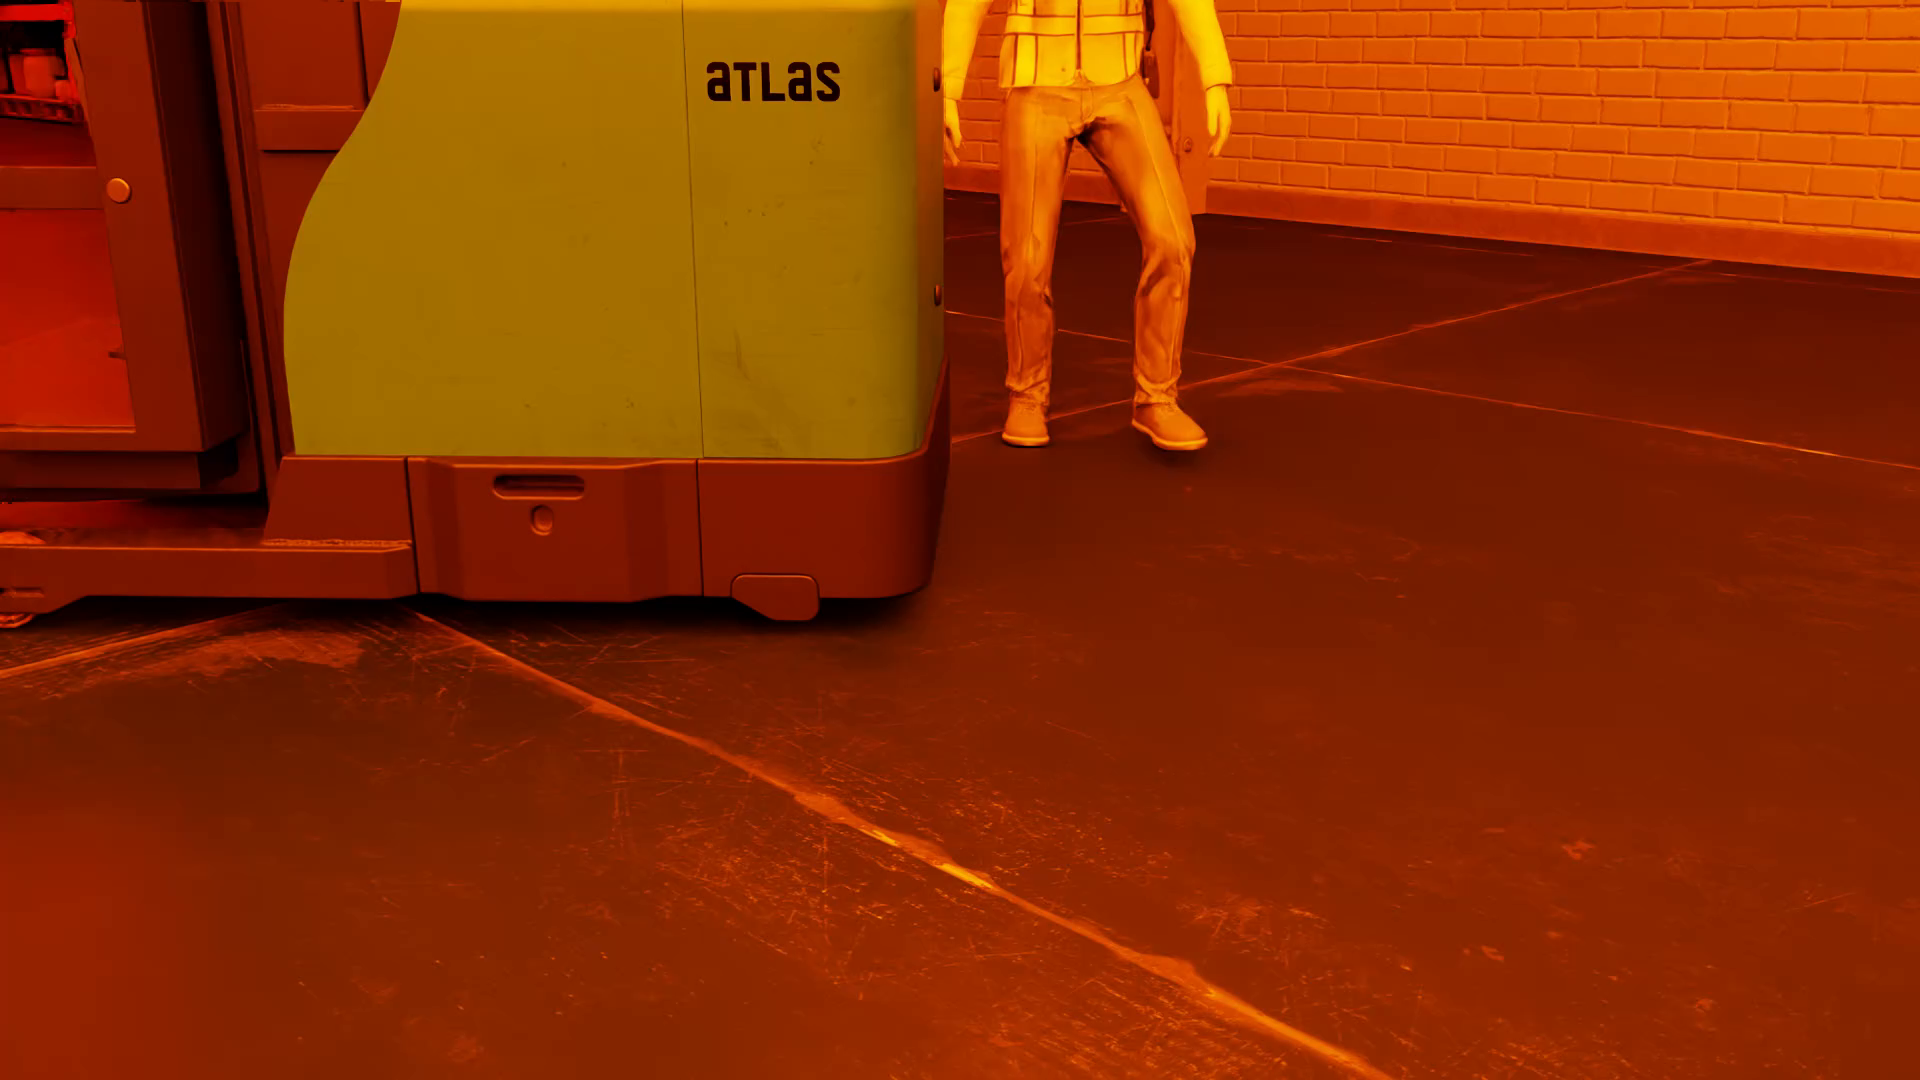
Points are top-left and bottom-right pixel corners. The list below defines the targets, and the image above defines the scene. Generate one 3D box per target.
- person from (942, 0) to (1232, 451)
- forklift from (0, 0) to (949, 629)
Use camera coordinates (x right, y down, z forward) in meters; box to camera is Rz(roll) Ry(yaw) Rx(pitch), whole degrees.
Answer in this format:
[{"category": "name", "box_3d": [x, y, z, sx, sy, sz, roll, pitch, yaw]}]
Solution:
[{"category": "person", "box_3d": [0.294, -1.013, 3.916, 0.720, 1.634, 0.508, -1, 17, -2]}, {"category": "forklift", "box_3d": [-1.554, -1.401, 2.965, 3.031, 2.935, 1.130, 1, 17, 2]}]
